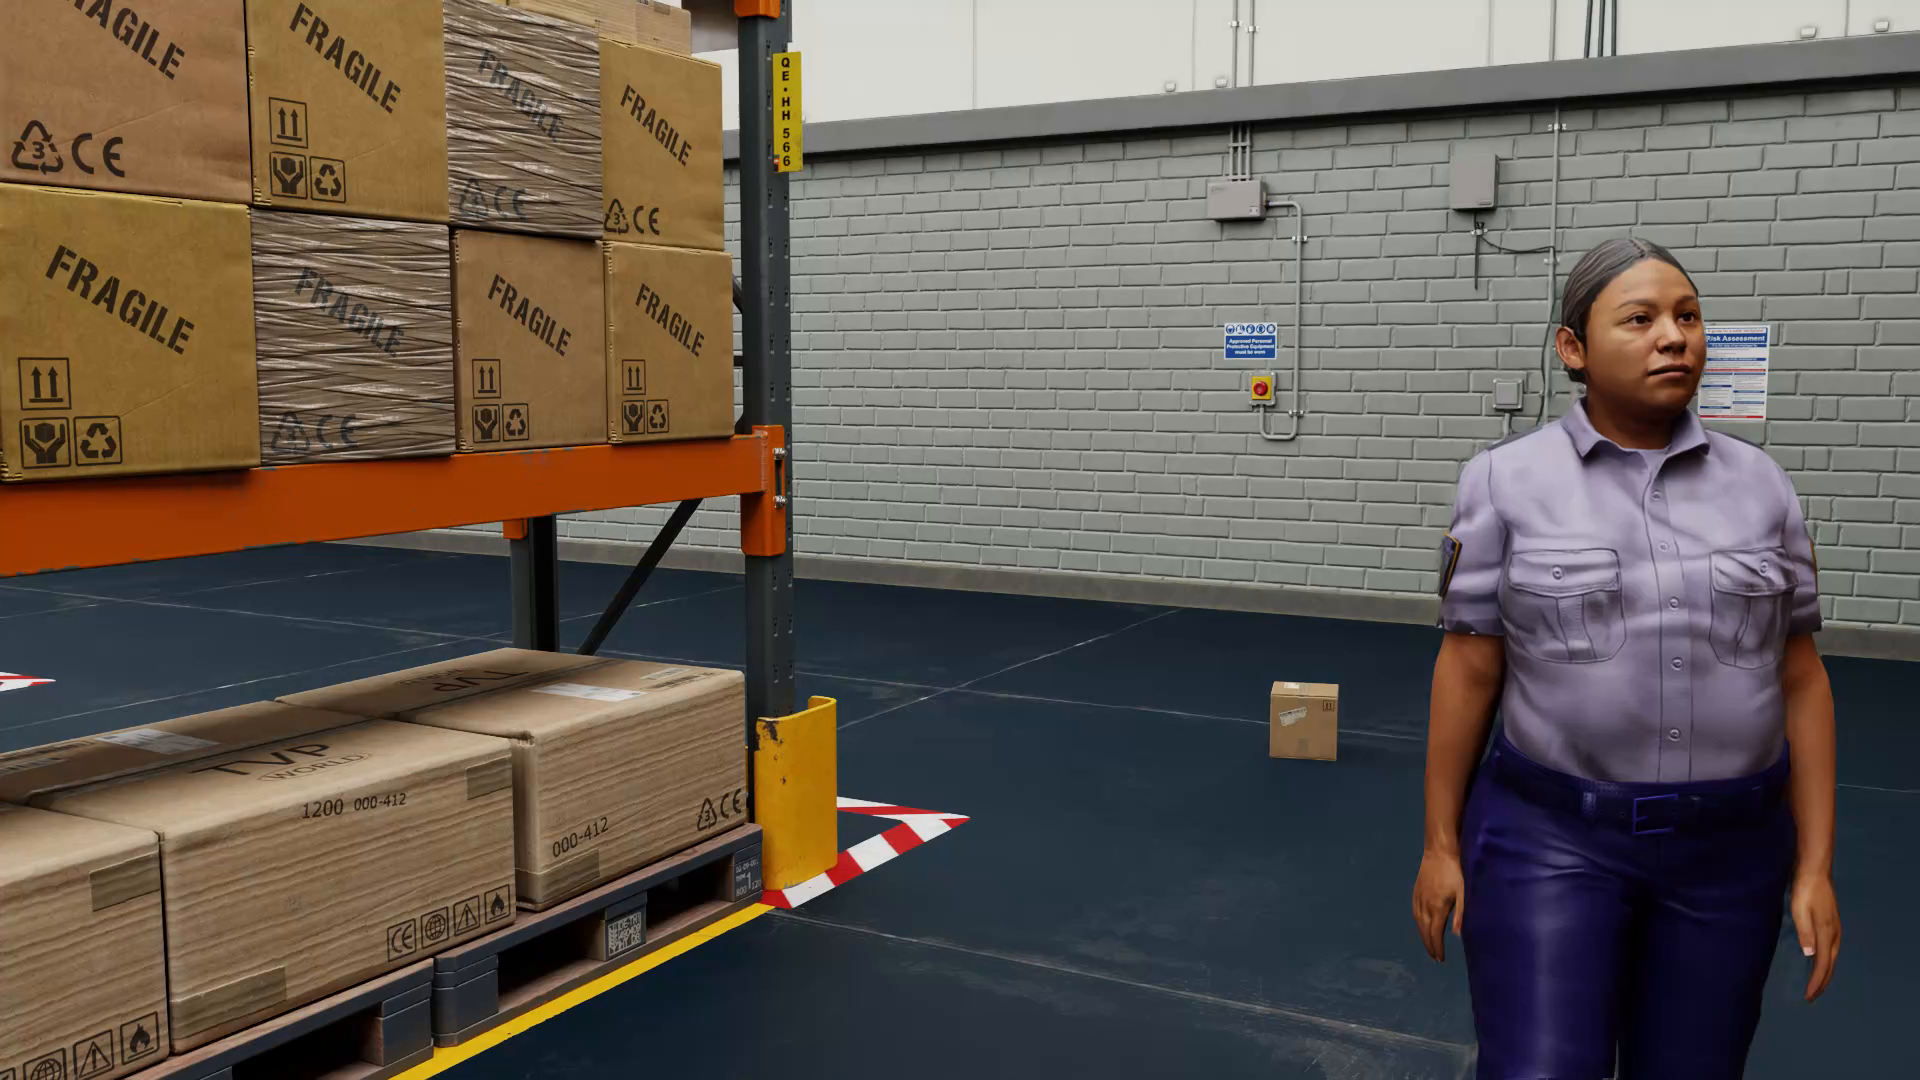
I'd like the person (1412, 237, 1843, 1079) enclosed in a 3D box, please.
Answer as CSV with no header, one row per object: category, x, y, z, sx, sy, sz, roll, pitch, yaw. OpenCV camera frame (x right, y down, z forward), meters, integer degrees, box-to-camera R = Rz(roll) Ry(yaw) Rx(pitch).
person,0.865,0.458,2.122,0.506,1.683,0.464,0,6,4
